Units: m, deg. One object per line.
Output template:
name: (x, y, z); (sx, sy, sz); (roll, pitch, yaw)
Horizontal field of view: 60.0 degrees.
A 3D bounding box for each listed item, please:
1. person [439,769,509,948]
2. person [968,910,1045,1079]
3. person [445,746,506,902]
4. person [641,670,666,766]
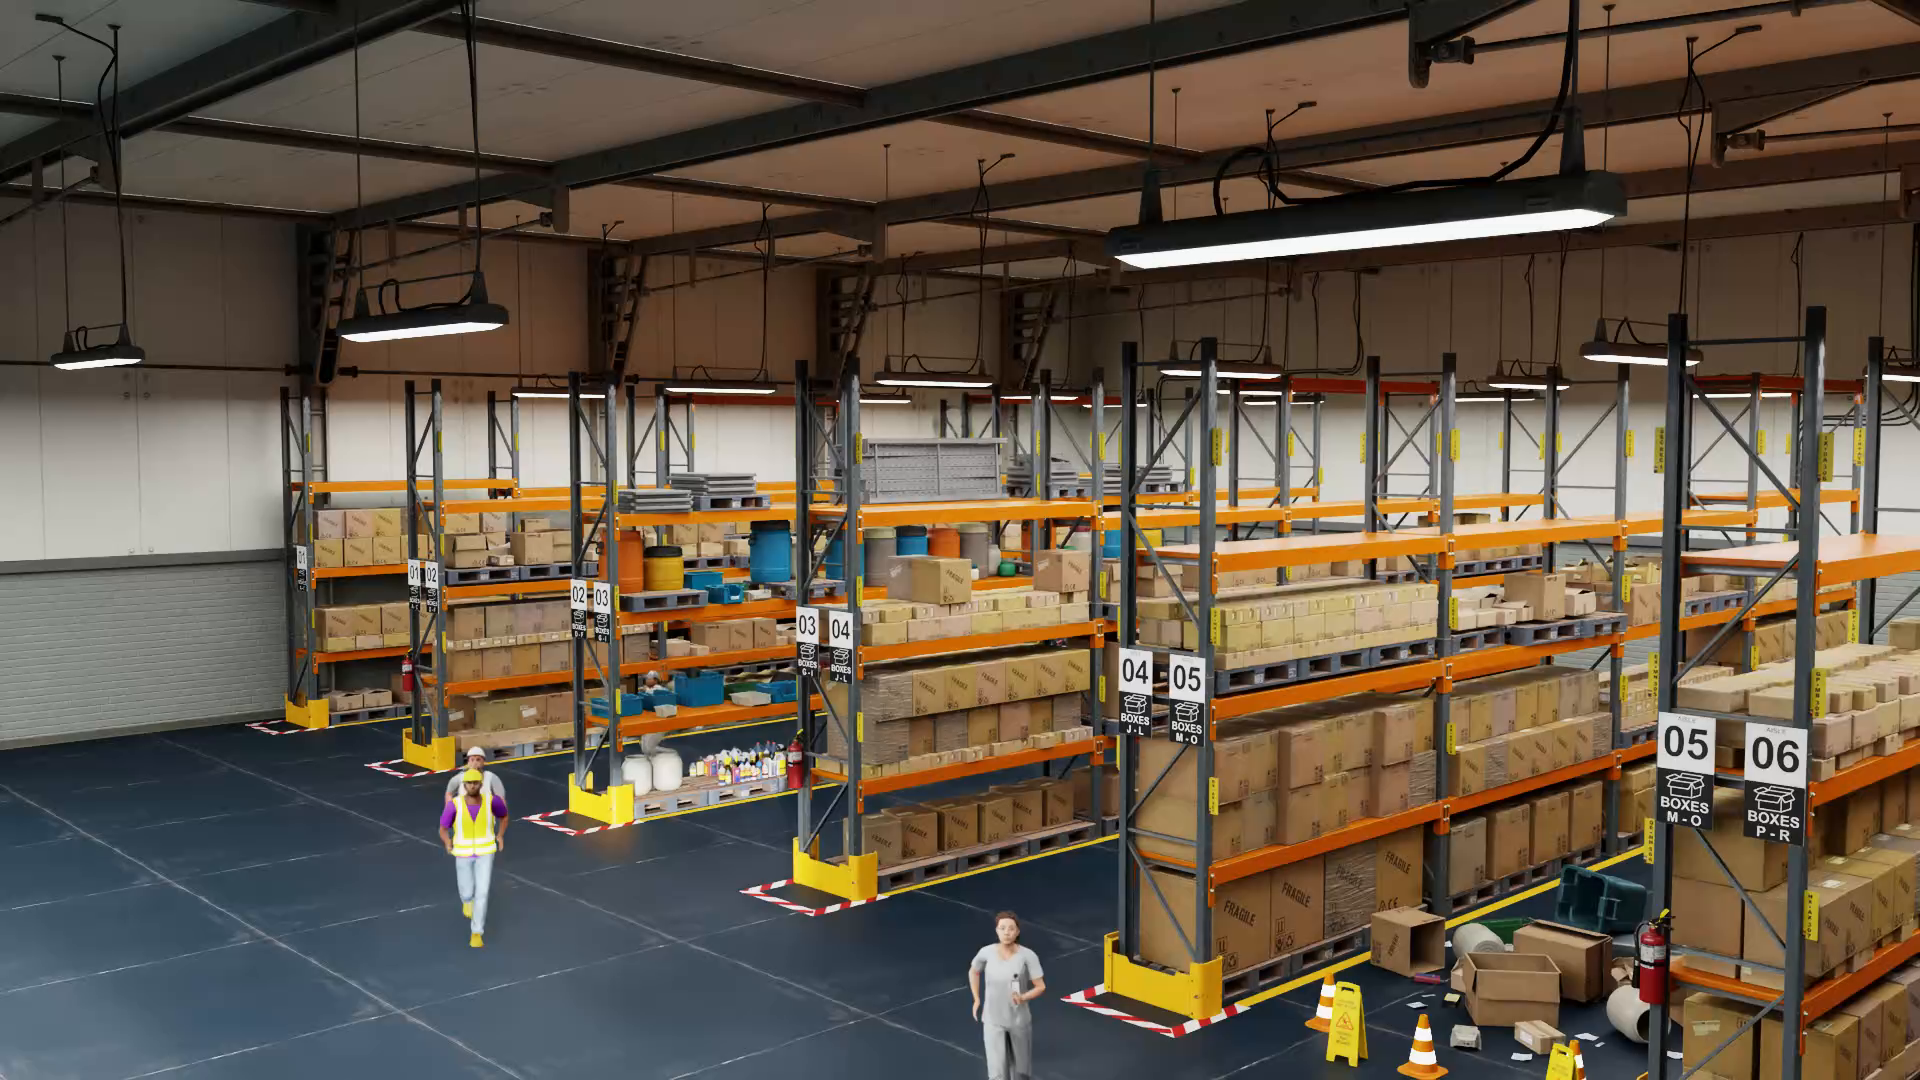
person: (-4.973, 3.213, 17.047); (0.699, 1.758, 0.850); (-1, 4, -16)
person: (0.341, 3.544, 12.247); (0.575, 1.645, 0.918); (0, 4, 3)
person: (-5.258, 3.120, 18.030); (0.652, 1.746, 0.640); (-1, 4, -14)
person: (-4.584, 2.763, 24.957); (0.548, 1.635, 0.601); (-3, 5, -42)
